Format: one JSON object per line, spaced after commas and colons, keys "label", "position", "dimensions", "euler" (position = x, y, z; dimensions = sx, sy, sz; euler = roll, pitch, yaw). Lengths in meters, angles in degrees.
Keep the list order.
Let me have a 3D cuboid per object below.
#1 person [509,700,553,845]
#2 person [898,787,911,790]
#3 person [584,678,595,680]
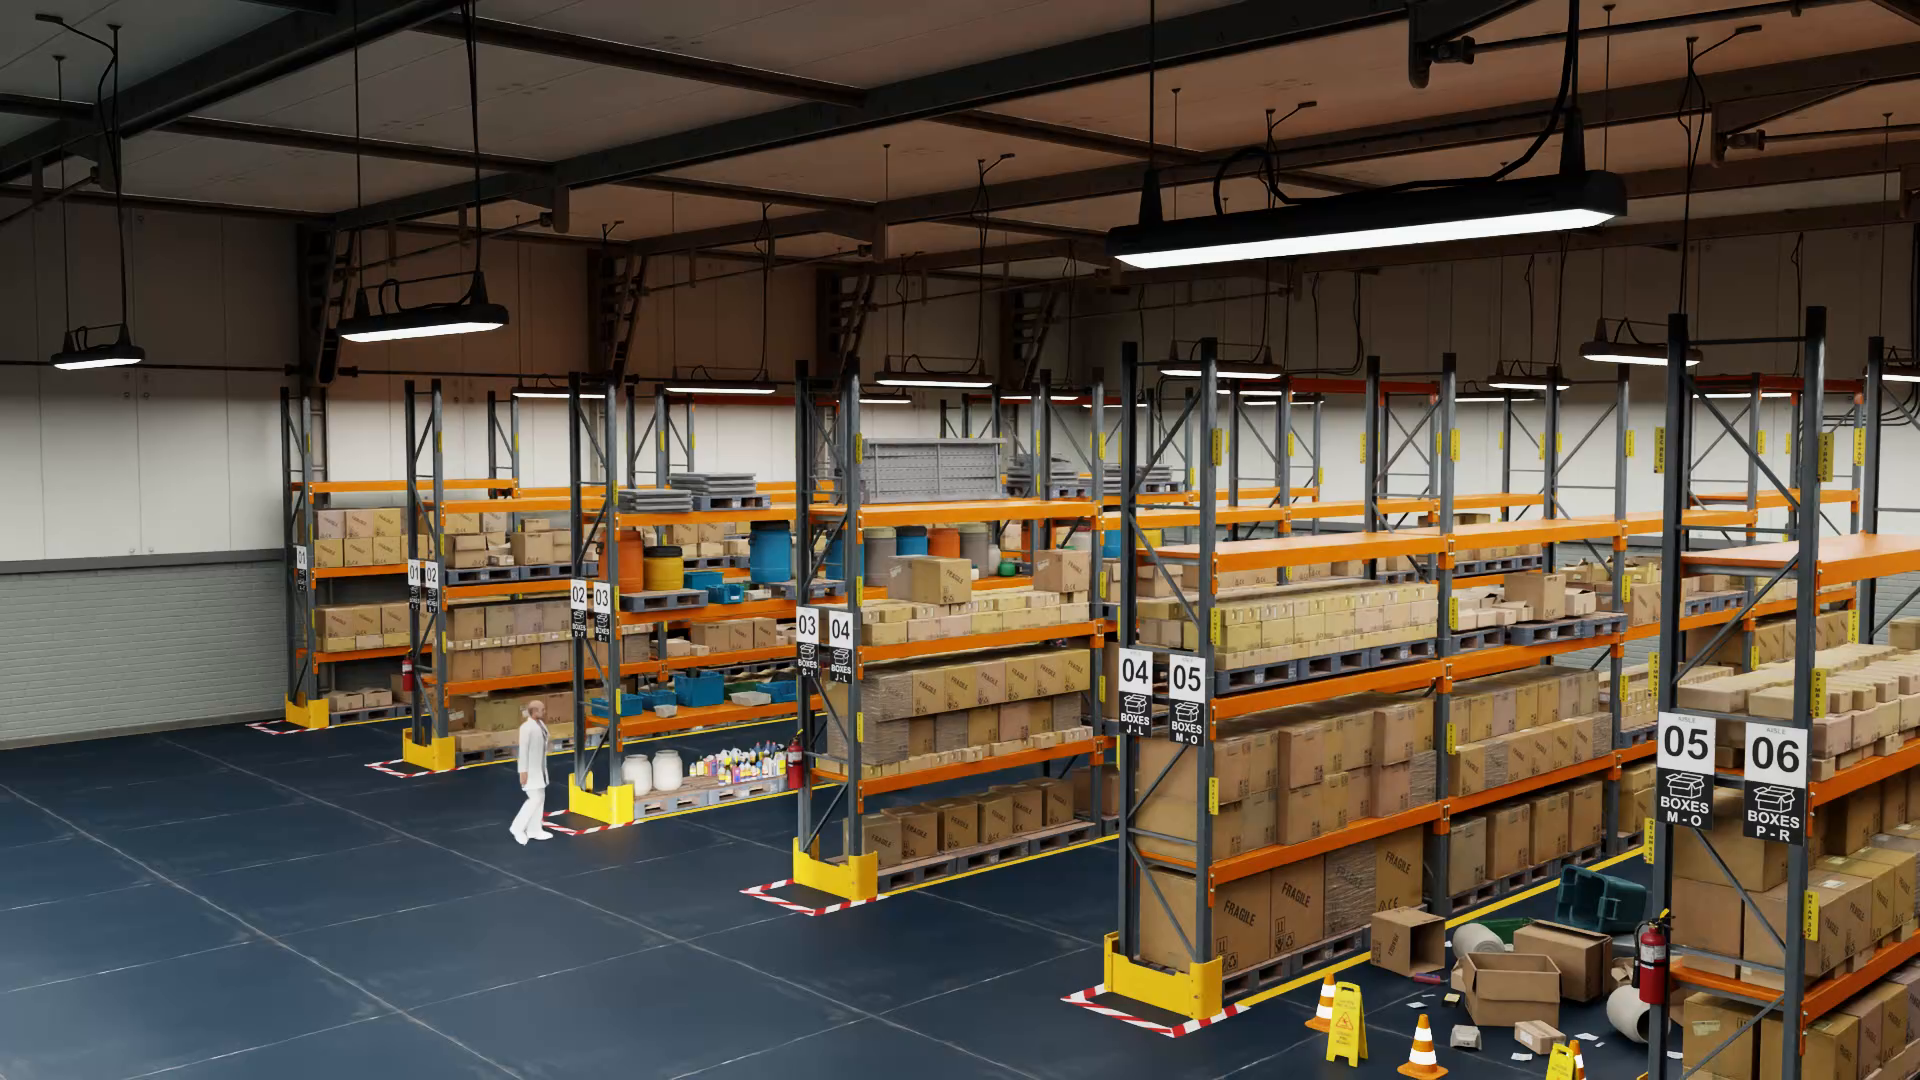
{"label": "person", "position": [-5.452, 2.945, 21.113], "dimensions": [0.531, 1.785, 0.608], "euler": [0, 4, 7]}
{"label": "person", "position": [-0.806, 2.726, 24.119], "dimensions": [0.483, 1.780, 0.585], "euler": [-2, 4, -26]}
{"label": "person", "position": [-7.005, 2.313, 31.085], "dimensions": [0.540, 1.711, 0.556], "euler": [-2, 4, -31]}
